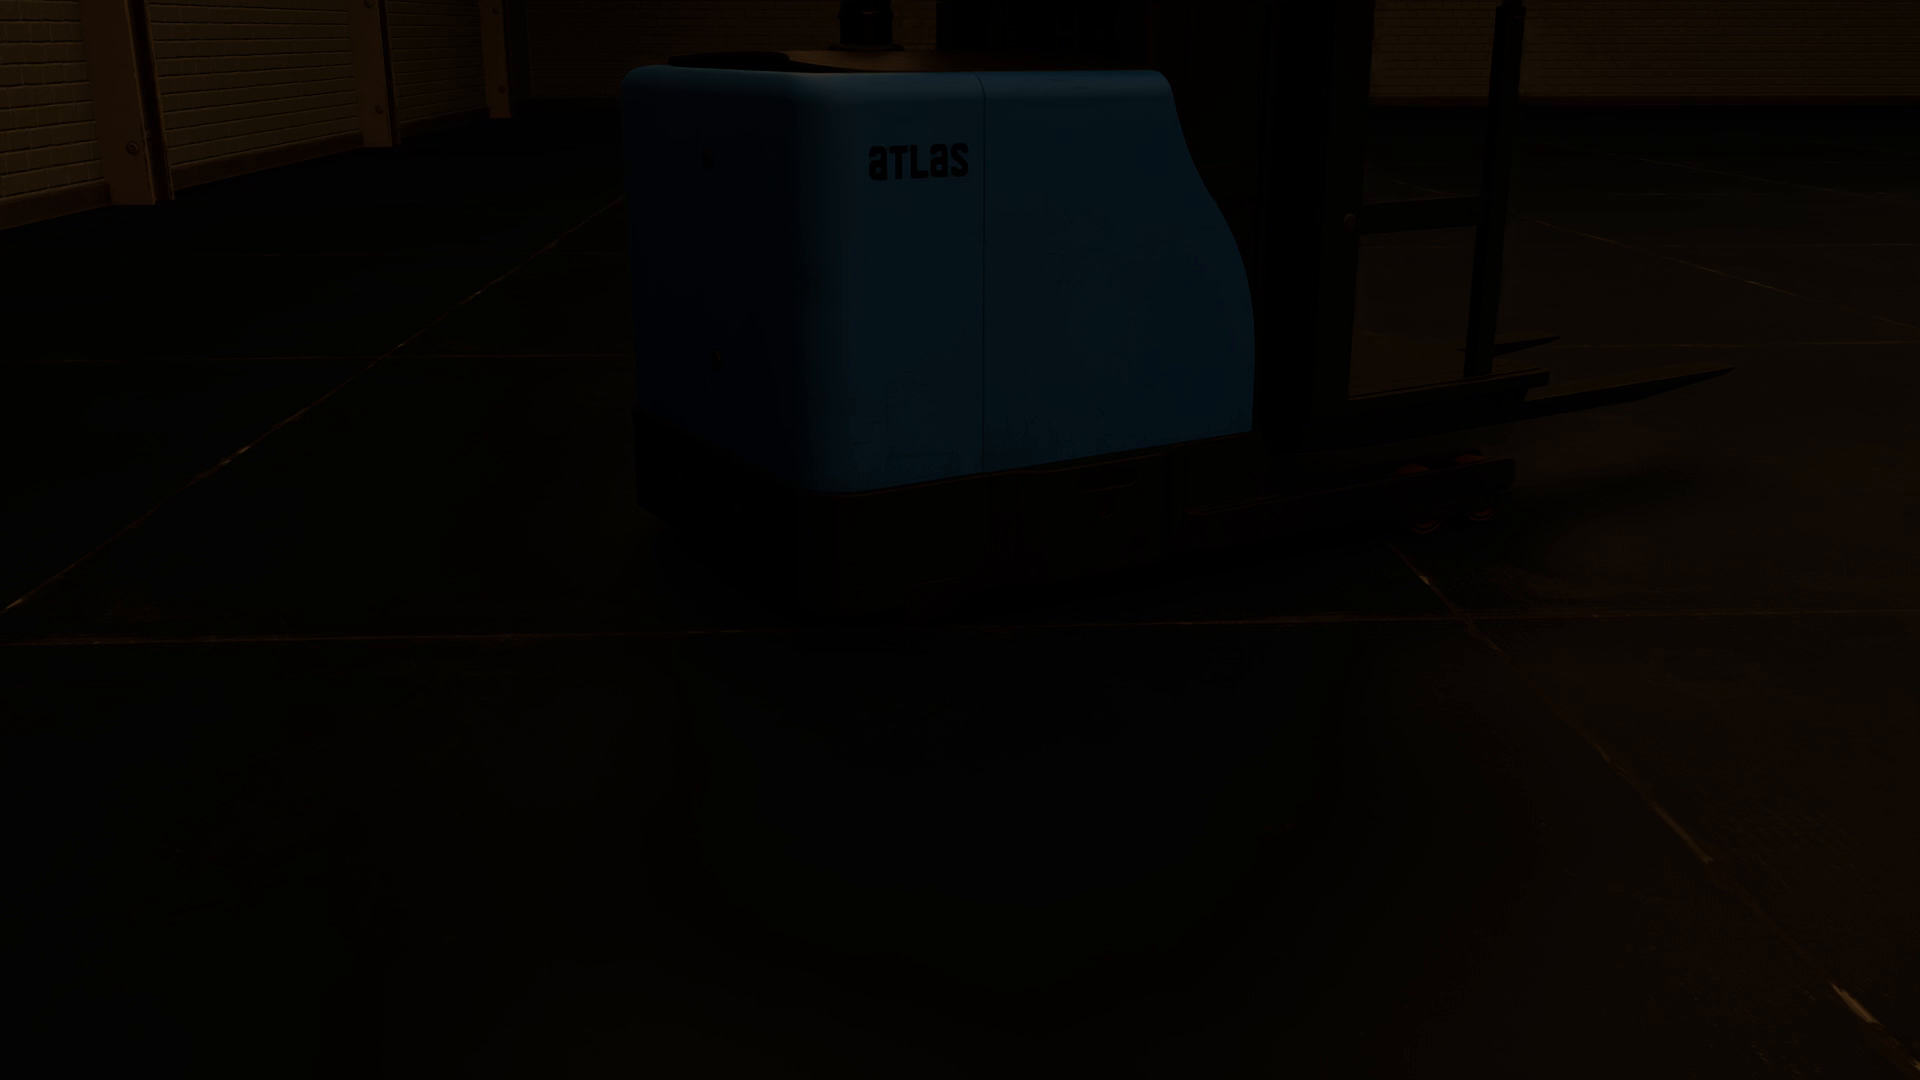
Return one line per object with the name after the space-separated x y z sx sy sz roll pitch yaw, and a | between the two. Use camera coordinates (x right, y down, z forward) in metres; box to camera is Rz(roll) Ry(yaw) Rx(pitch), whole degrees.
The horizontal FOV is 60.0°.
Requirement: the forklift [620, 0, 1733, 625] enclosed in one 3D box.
0.757 -1.537 3.931 3.031 2.935 1.130 -10 20 -30 | forklift
